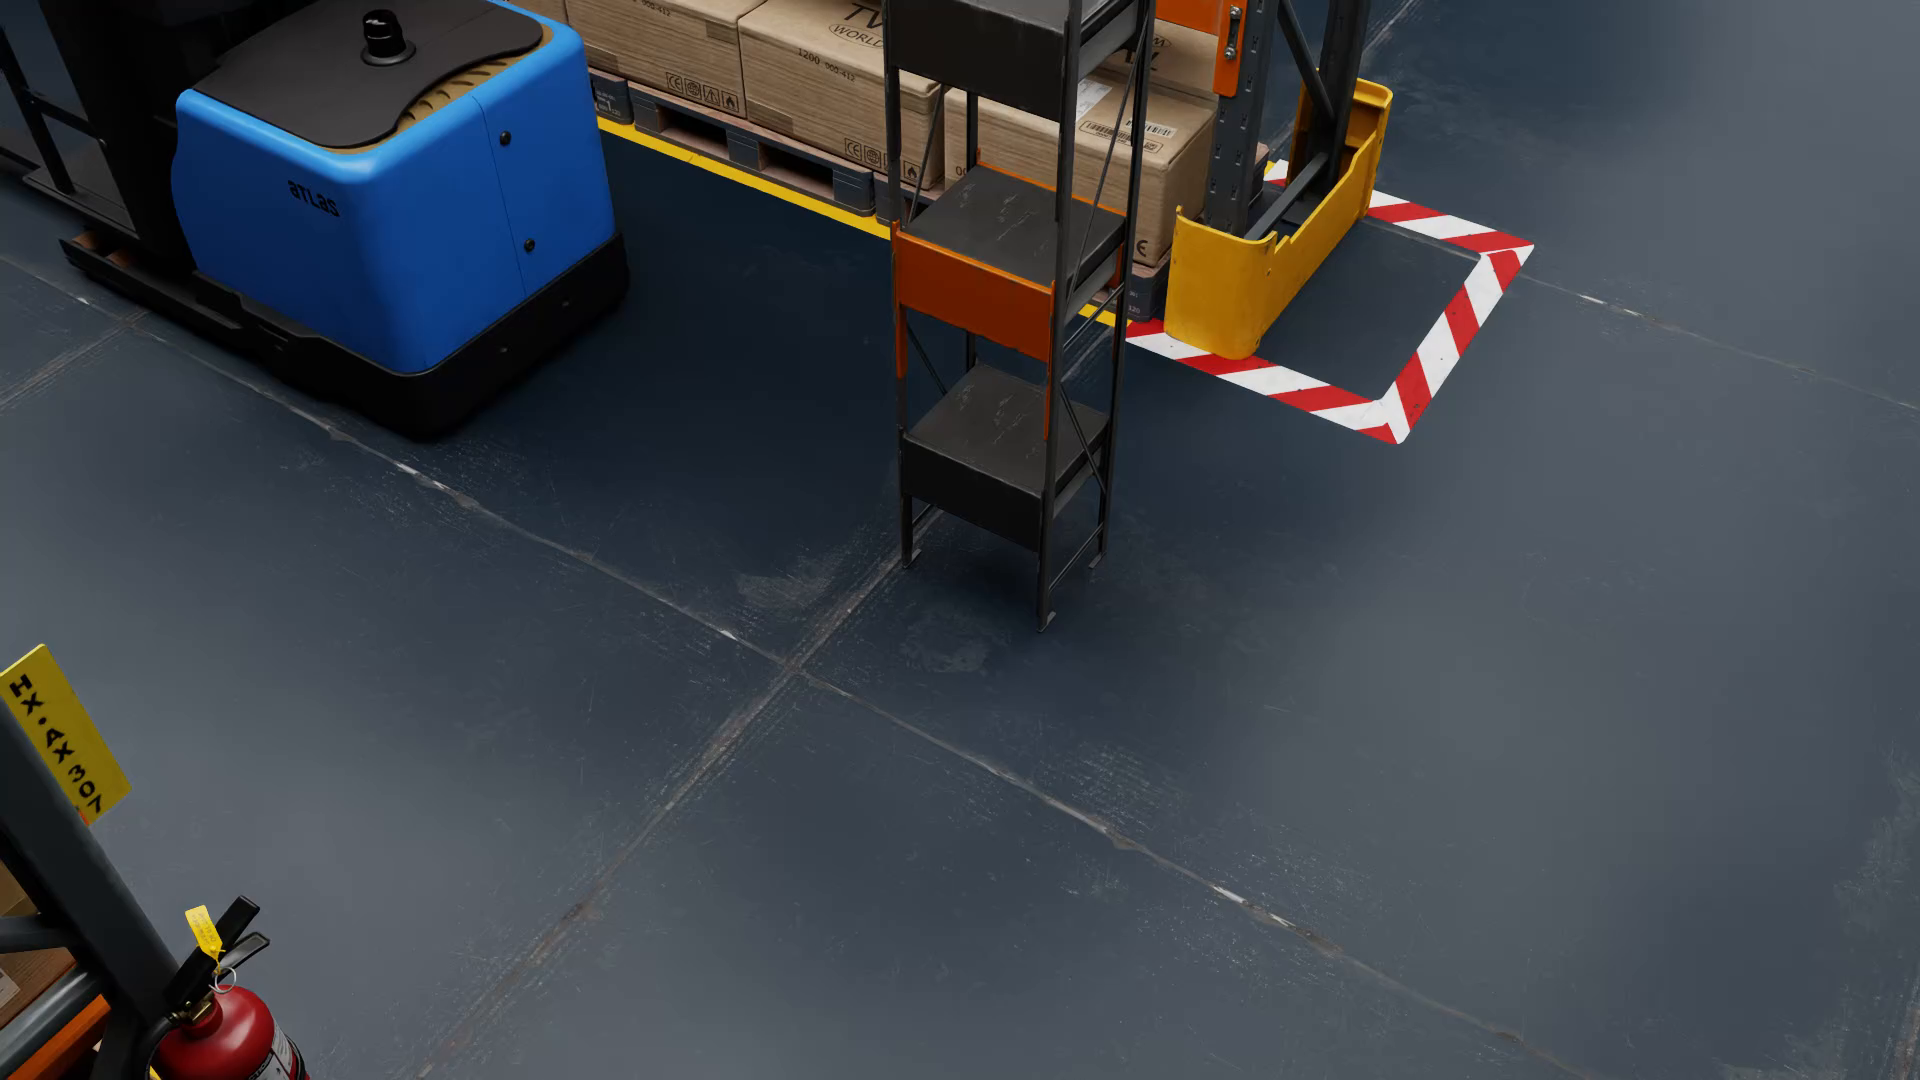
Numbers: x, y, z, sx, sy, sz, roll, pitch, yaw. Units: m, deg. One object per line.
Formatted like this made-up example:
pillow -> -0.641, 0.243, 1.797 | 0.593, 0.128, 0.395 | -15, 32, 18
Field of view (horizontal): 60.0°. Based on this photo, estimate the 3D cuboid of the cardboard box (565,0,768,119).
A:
cardboard box -> -0.995, -2.237, 6.826 | 0.875, 0.438, 0.875 | 23, 50, 21

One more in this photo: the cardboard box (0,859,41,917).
cardboard box -> -1.766, 0.519, 2.551 | 0.500, 0.250, 0.500 | 25, 51, 22

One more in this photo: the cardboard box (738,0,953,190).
cardboard box -> -0.237, -1.887, 6.486 | 0.875, 0.438, 0.875 | 26, 51, 23

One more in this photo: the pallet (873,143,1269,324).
pallet -> 0.432, -1.379, 6.443 | 1.213, 0.211, 1.003 | 25, 51, 22

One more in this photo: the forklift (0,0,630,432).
forklift -> -2.711, -2.214, 5.358 | 3.031, 2.935, 1.130 | 26, 51, 23

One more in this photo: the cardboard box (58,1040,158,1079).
cardboard box -> -1.993, 1.339, 3.306 | 0.637, 0.503, 0.797 | 23, 50, 21

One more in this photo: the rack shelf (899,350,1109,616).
rack shelf -> 0.139, -0.170, 4.946 | 0.480, 0.518, 0.431 | 25, 51, 22

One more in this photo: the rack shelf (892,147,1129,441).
rack shelf -> 0.139, -0.658, 4.444 | 0.480, 0.518, 0.431 | 25, 51, 22

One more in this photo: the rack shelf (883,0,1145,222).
rack shelf -> 0.139, -1.146, 3.942 | 0.480, 0.518, 0.431 | 25, 51, 22

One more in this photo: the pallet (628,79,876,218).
pallet -> -0.591, -1.852, 6.903 | 1.213, 0.211, 1.003 | 25, 51, 22

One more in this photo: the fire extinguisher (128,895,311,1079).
fire extinguisher -> -1.156, 0.844, 2.652 | 0.183, 0.674, 0.296 | 25, 51, 22

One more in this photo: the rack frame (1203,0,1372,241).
rack frame -> 1.147, -2.089, 5.188 | 0.127, 3.000, 1.000 | 25, 51, 22

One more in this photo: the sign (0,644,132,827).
sign -> -1.237, 0.280, 2.283 | 0.005, 0.325, 0.100 | 25, 51, 22

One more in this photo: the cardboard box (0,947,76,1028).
cardboard box -> -1.658, 0.704, 2.650 | 0.250, 0.149, 0.380 | 24, 51, 22

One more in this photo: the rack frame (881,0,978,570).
rack frame -> -0.066, -0.762, 4.526 | 0.015, 2.100, 0.400 | 25, 51, 22

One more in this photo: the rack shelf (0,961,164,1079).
rack shelf -> -3.213, 0.385, 3.286 | 4.000, 0.370, 1.077 | 25, 51, 22

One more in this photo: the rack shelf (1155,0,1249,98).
rack shelf -> -0.536, -2.613, 6.199 | 4.000, 0.370, 1.077 | 25, 51, 22

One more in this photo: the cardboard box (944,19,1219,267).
cardboard box -> 0.538, -1.538, 6.146 | 0.875, 0.438, 0.875 | 23, 50, 21

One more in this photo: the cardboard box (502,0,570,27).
cardboard box -> -1.749, -2.583, 7.162 | 0.875, 0.438, 0.875 | 24, 50, 22

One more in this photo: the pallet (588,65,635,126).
pallet -> -1.622, -2.324, 7.361 | 1.213, 0.211, 1.003 | 25, 51, 22

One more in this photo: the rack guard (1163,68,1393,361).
rack guard -> 1.167, -1.209, 6.076 | 0.348, 0.500, 1.175 | 25, 51, 22

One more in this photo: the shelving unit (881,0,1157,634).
shelving unit -> 0.139, -0.668, 4.435 | 0.503, 2.100, 0.431 | 25, 51, 22

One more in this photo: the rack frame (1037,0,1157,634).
rack frame -> 0.345, -0.573, 4.343 | 0.015, 2.100, 0.400 | 25, 51, 22
